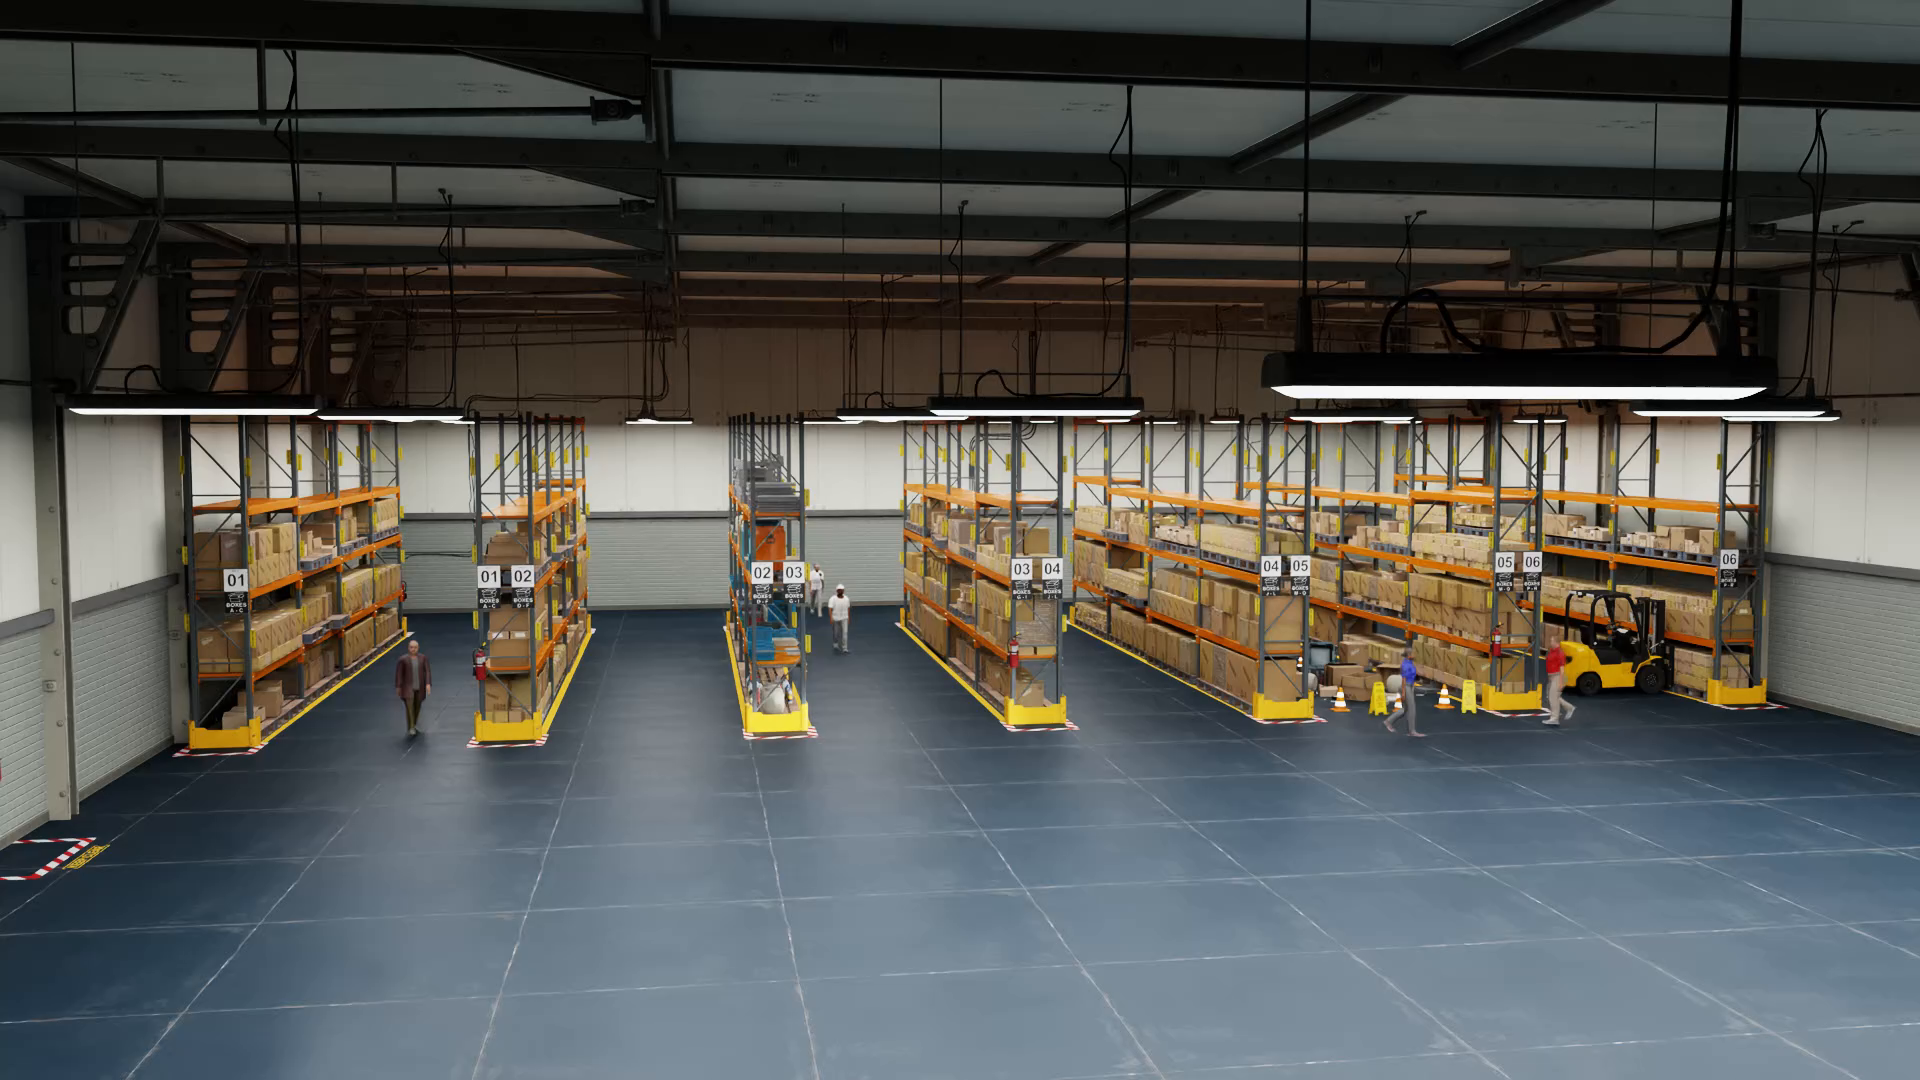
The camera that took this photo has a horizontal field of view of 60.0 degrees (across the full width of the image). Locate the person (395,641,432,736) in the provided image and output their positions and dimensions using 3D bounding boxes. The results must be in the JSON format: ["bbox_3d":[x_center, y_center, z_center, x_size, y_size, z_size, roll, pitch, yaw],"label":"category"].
[{"bbox_3d":[-10.109,2.734,30.844,0.600,1.729,1.105,-3,5,-37],"label":"person"}]

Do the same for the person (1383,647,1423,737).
[{"bbox_3d":[8.231,2.801,30.842,0.727,1.642,0.477,1,4,15],"label":"person"}]

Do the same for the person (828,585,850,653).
[{"bbox_3d":[-3.049,1.991,42.218,0.595,1.714,1.093,-1,4,-13],"label":"person"}]

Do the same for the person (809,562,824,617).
[{"bbox_3d":[-4.336,1.475,50.234,0.458,1.621,1.045,-1,4,-10],"label":"person"}]

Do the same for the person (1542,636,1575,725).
[{"bbox_3d":[11.535,2.680,31.963,0.706,1.701,0.545,0,4,-2],"label":"person"}]
